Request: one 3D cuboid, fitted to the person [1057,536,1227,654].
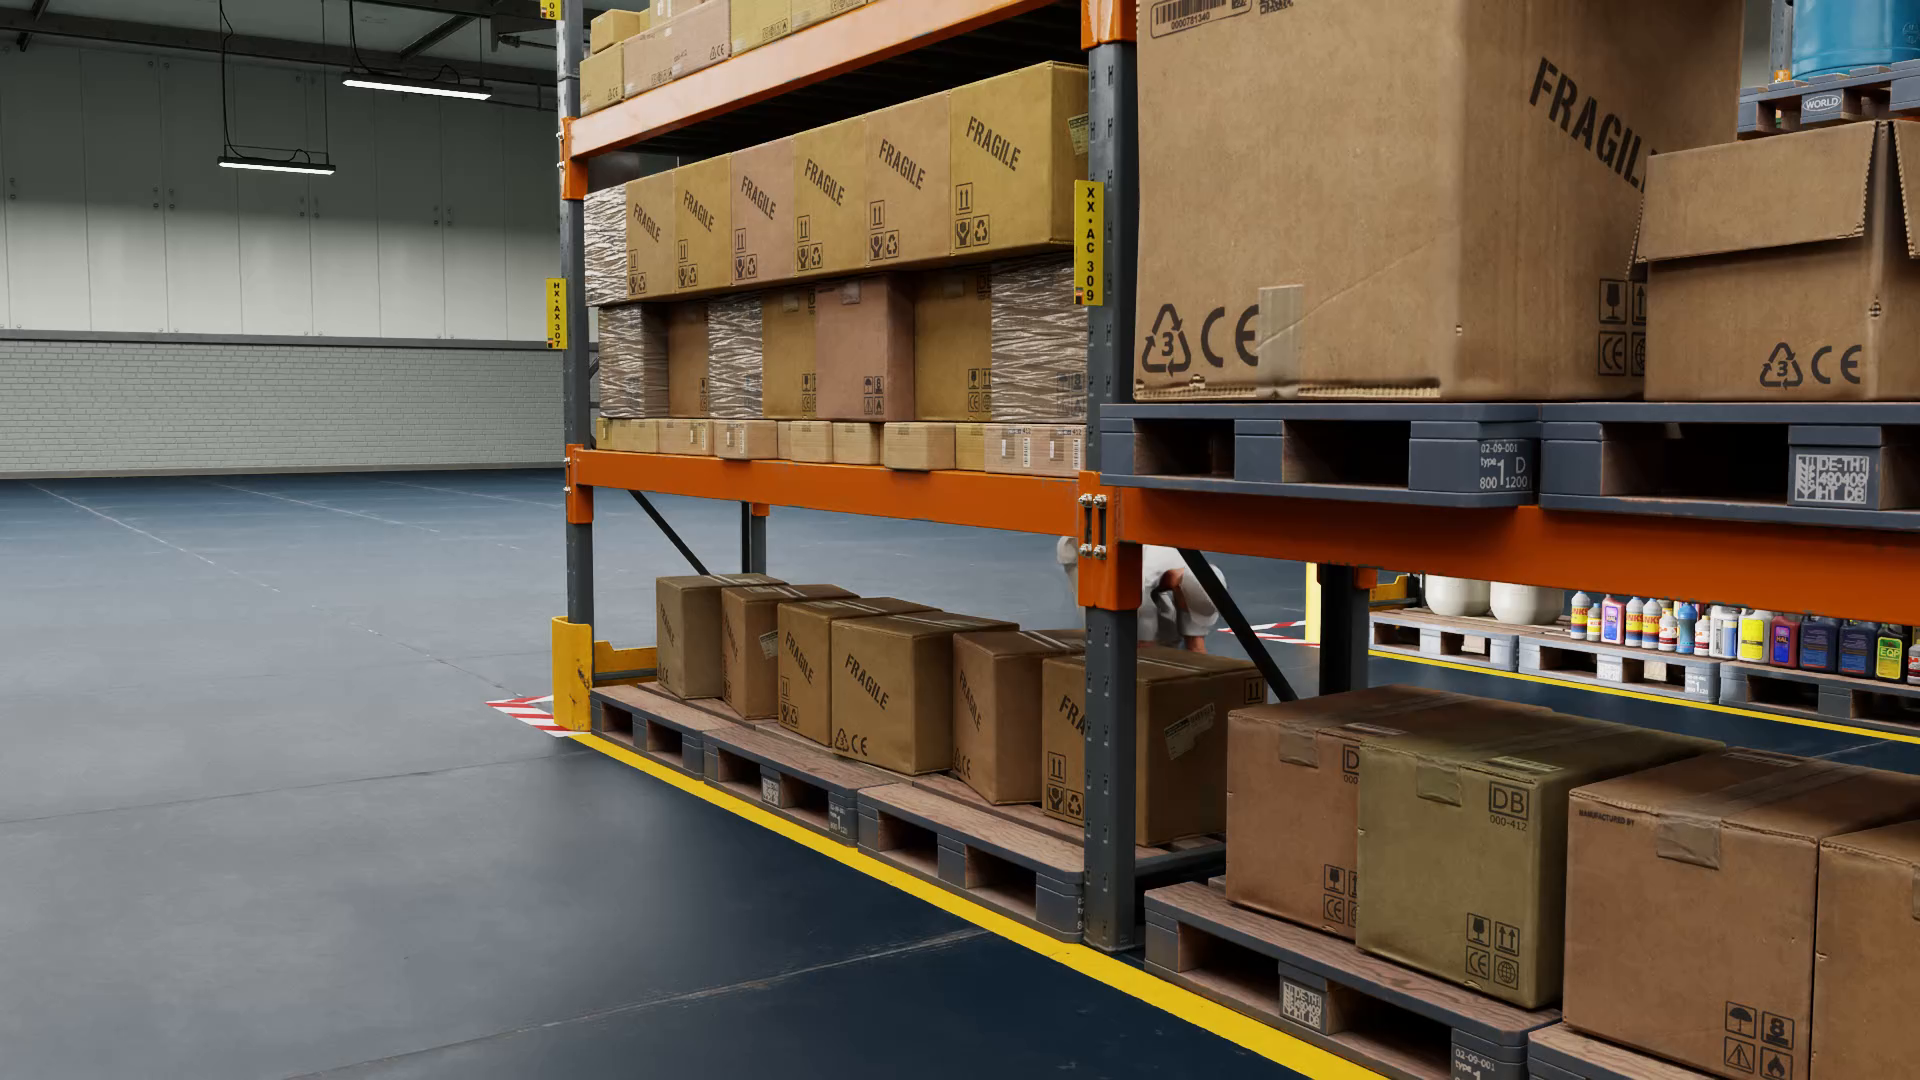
[{"bbox_3d":[0.840,0.399,7.465,0.522,1.010,0.952,-3,6,-37],"label":"person"}]
